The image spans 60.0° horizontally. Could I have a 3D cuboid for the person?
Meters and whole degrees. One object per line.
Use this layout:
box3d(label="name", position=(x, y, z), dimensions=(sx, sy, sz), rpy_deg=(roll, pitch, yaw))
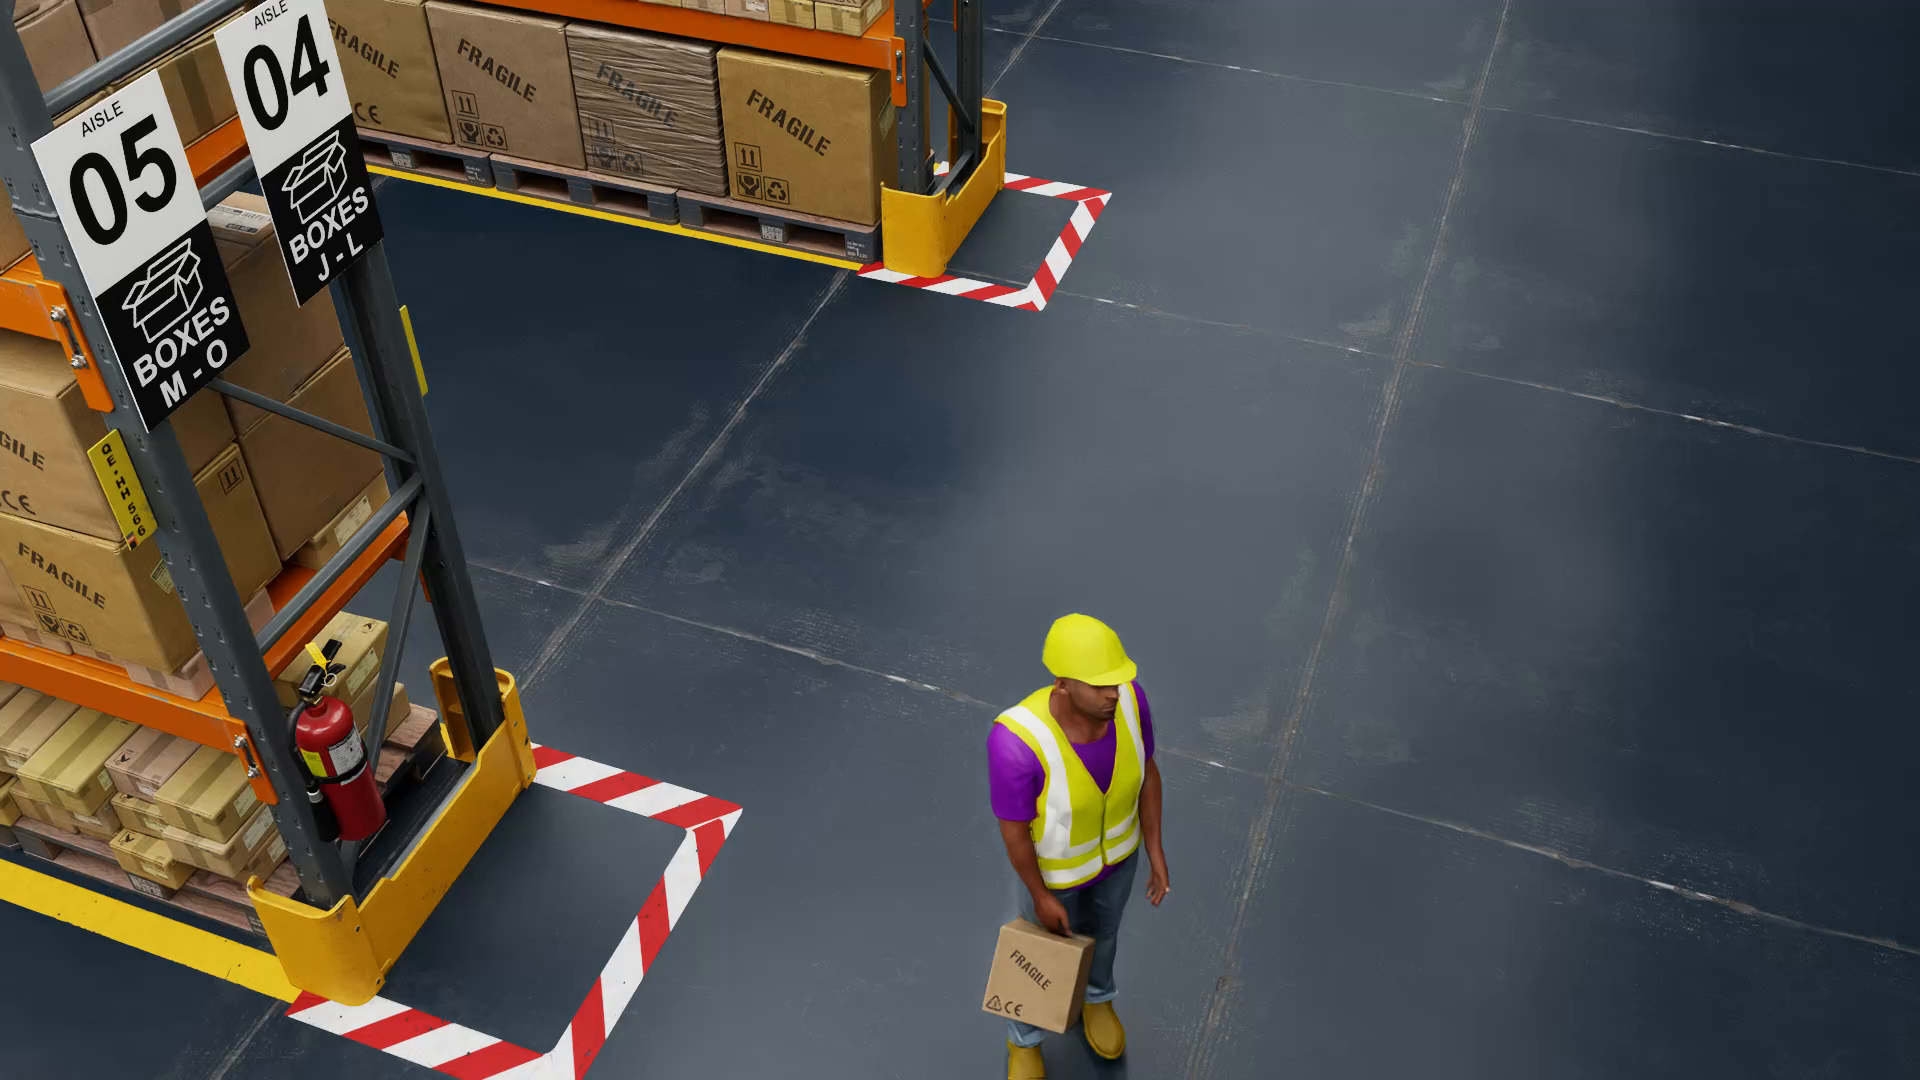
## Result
box3d(label="person", position=(0.355, 0.970, 5.010), dimensions=(0.598, 1.777, 0.476), rpy_deg=(-24, 47, -25))
